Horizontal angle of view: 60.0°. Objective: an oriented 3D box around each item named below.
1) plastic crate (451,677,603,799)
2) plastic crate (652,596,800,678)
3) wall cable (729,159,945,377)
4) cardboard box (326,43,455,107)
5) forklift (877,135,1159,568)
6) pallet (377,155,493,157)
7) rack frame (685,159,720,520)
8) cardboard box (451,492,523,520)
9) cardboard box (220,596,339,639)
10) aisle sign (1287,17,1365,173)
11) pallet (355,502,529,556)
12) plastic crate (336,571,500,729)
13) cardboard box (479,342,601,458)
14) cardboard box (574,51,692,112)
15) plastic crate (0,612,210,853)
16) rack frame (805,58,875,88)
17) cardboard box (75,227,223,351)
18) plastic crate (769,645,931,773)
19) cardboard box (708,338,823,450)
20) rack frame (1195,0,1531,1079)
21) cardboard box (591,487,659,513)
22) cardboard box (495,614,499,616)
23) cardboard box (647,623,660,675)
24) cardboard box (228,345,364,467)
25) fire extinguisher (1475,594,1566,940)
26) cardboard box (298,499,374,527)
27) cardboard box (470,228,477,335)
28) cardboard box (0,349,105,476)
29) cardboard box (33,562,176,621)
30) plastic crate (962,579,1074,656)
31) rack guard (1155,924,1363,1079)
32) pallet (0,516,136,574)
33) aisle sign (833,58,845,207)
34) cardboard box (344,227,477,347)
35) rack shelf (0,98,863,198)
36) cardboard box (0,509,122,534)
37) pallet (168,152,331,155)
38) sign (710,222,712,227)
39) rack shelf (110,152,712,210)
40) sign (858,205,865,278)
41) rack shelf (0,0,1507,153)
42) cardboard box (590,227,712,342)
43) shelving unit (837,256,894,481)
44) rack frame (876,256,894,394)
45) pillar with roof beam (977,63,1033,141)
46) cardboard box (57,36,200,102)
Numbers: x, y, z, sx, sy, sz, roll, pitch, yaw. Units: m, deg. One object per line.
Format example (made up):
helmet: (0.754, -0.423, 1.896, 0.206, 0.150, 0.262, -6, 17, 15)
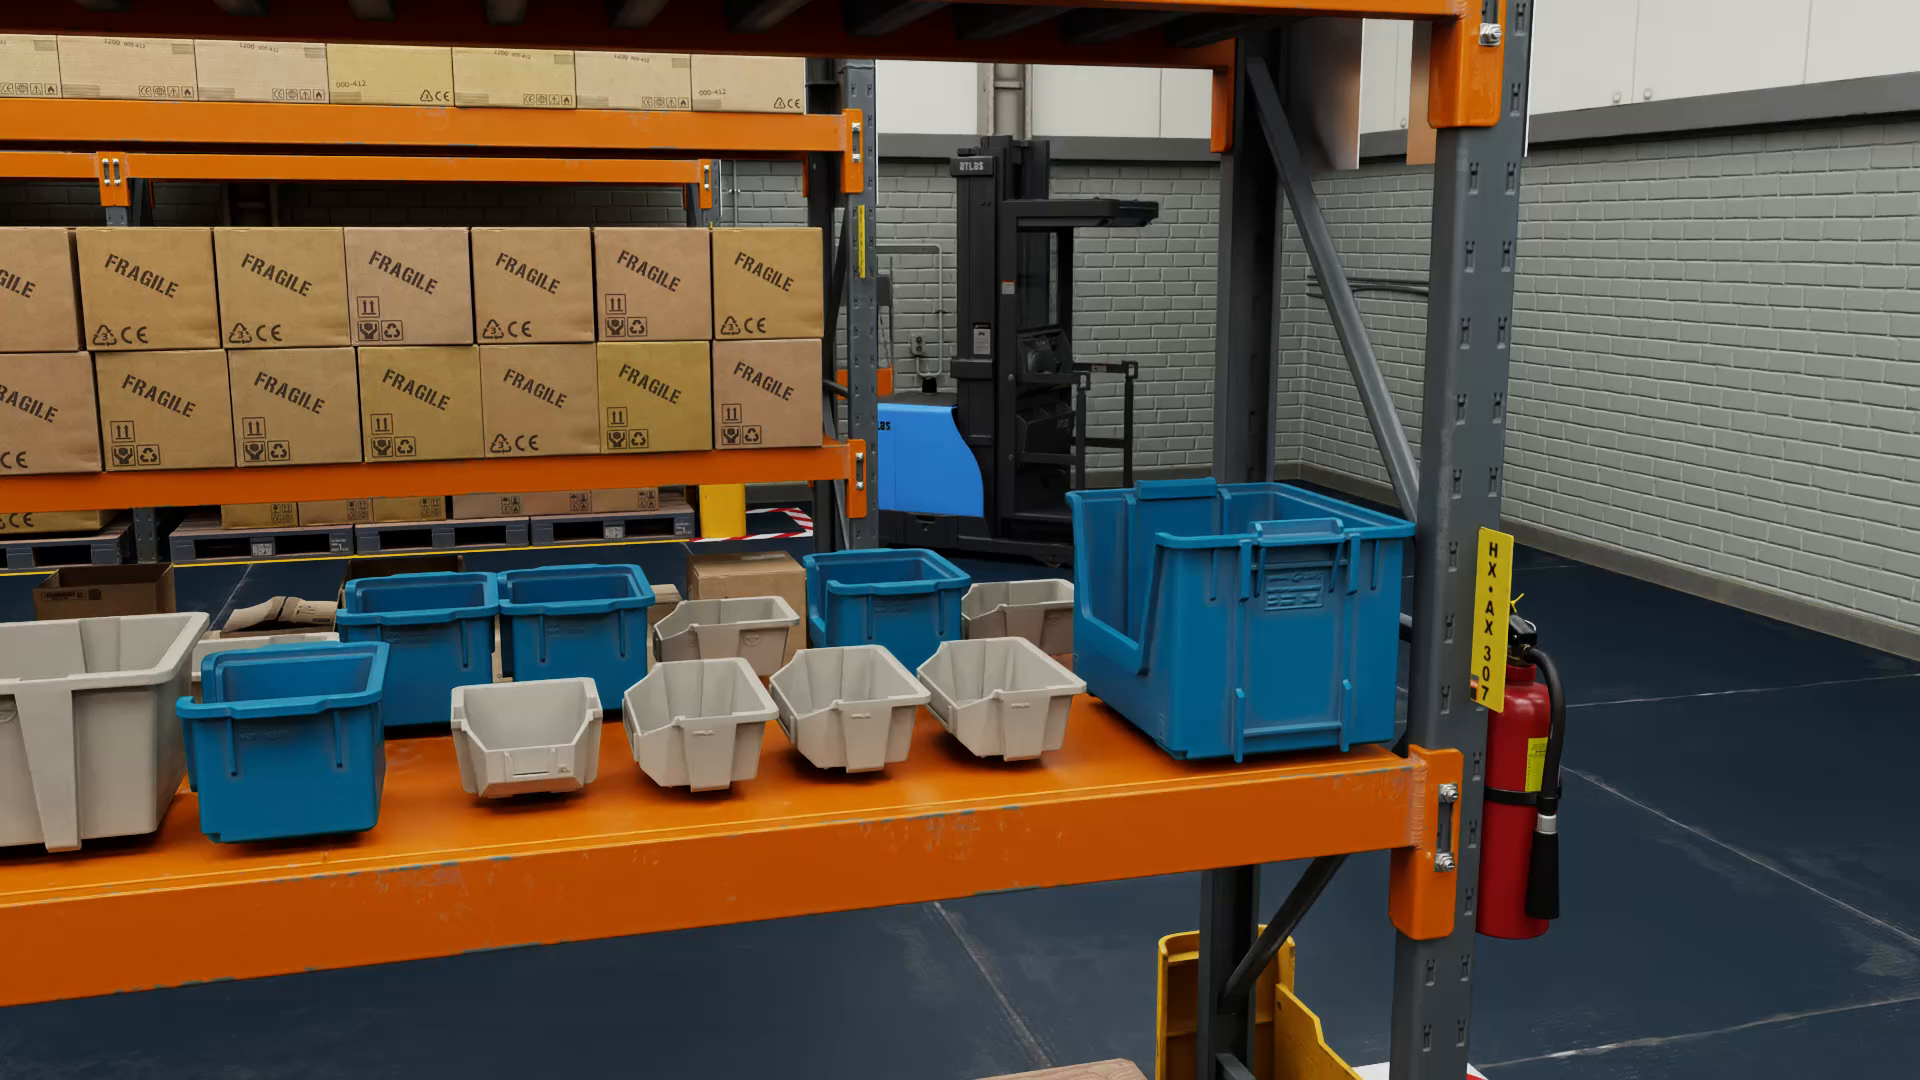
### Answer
plastic crate: (-0.757, 0.352, 2.914, 0.250, 0.136, 0.298, -3, 11, -16)
plastic crate: (-0.514, 0.222, 3.620, 0.298, 0.136, 0.250, -3, 11, -16)
wall cable: (-1.007, -2.321, 14.063, 1.851, 1.984, 0.084, -3, 11, -16)
cardboard box: (-2.448, -1.987, 7.186, 0.500, 0.250, 0.500, -3, 11, -16)
forklift: (0.788, -1.346, 11.765, 3.031, 2.935, 1.130, 5, 11, 24)
pallet: (-3.855, -2.922, 12.094, 1.213, 0.211, 1.003, -3, 11, -16)
rack frame: (-1.972, -1.592, 12.910, 0.127, 3.000, 1.000, -3, 11, -16)
cardboard box: (-3.579, -0.466, 12.535, 0.500, 0.500, 0.700, -3, 11, -18)
cardboard box: (-3.237, 0.461, 7.968, 0.500, 0.311, 0.500, -3, 11, -16)
aisle sign: (0.783, -1.204, 3.620, 0.004, 0.787, 0.394, -3, 11, -16)
pallet: (-3.887, -0.106, 12.537, 1.213, 0.211, 1.003, -3, 11, -16)
plastic crate: (-1.084, 0.220, 3.364, 0.300, 0.233, 0.416, -3, 11, -16)
cardboard box: (-1.916, -0.659, 7.566, 0.500, 0.500, 0.500, -3, 11, -15)
cardboard box: (-1.487, -2.037, 7.458, 0.500, 0.250, 0.500, -3, 11, -16)
plastic crate: (-1.526, 0.316, 2.707, 0.530, 0.282, 0.437, -3, 11, -16)
rack frame: (-0.584, -3.682, 7.690, 0.127, 3.000, 1.000, -3, 11, -16)
cardboard box: (-3.398, -1.071, 7.041, 0.500, 0.500, 0.500, -3, 11, -18)
plastic crate: (-0.218, 0.315, 3.113, 0.243, 0.136, 0.396, -3, 11, -16)
cardboard box: (-0.938, -0.710, 7.844, 0.500, 0.500, 0.500, -3, 11, -14)
rack frame: (0.798, 0.131, 3.552, 0.053, 2.616, 0.949, -3, 11, -16)
cardboard box: (-2.616, -0.517, 12.812, 0.500, 0.500, 0.700, -3, 11, -16)
cardboard box: (-2.145, 0.434, 8.286, 0.500, 0.250, 0.500, -3, 11, -16)
cardboard box: (-1.451, 0.521, 8.042, 0.250, 0.166, 0.380, -3, 11, -16)
cardboard box: (-2.887, -0.608, 7.287, 0.500, 0.500, 0.500, -3, 11, -16)
fire extinguisher: (1.069, 0.423, 3.208, 0.183, 0.674, 0.296, -3, 11, -16)
cardboard box: (-4.583, -0.412, 12.243, 0.500, 0.500, 0.700, -3, 11, -17)
cardboard box: (-2.553, -1.217, 7.837, 0.500, 0.500, 0.500, -3, 11, -16)
cardboard box: (-3.859, -0.556, 7.008, 0.500, 0.500, 0.500, -3, 11, -14)
cardboard box: (-3.957, 0.406, 7.745, 0.500, 0.500, 0.500, -3, 11, -16)
plastic crate: (0.137, 0.187, 3.807, 0.298, 0.136, 0.250, -3, 11, -16)
rack guard: (0.816, 1.356, 3.800, 0.348, 0.500, 1.175, -3, 11, -16)
pallet: (-6.532, 0.034, 11.780, 1.213, 0.211, 1.003, -3, 11, -16)
aisle sign: (-0.600, -2.064, 8.294, 0.004, 0.787, 0.394, -3, 11, -16)
cardboard box: (-2.409, -1.123, 7.324, 0.500, 0.500, 0.500, -3, 11, -14)
rack shelf: (-2.504, -1.751, 7.477, 4.000, 0.370, 1.077, -3, 11, -16)
cardboard box: (-6.400, -0.484, 11.666, 0.750, 0.750, 0.750, -3, 11, -15)
pallet: (-5.024, -2.861, 11.762, 1.213, 0.211, 1.003, -3, 11, -16)
sign: (-1.834, -2.183, 12.268, 0.005, 0.325, 0.100, -3, 11, -16)
rack shelf: (-3.892, -2.612, 12.154, 4.000, 0.370, 1.077, -3, 11, -16)
sign: (-0.448, -1.359, 7.571, 0.005, 0.325, 0.100, -3, 11, -16)
rack shelf: (-1.123, -0.890, 2.799, 4.000, 0.370, 1.077, -3, 11, -16)
cardboard box: (-1.419, -1.176, 7.612, 0.500, 0.500, 0.500, -3, 11, -14)
shelving unit: (-0.811, -1.119, 12.824, 0.503, 2.100, 0.431, -4, 11, -21)
rack frame: (-0.584, -1.135, 12.910, 0.015, 2.100, 0.400, -4, 11, -21)
pillar with roof beam: (1.582, -4.081, 9.861, 0.400, 9.000, 9.100, -3, 11, -16)
cardboard box: (-3.407, -1.936, 6.910, 0.500, 0.250, 0.500, -3, 11, -16)
